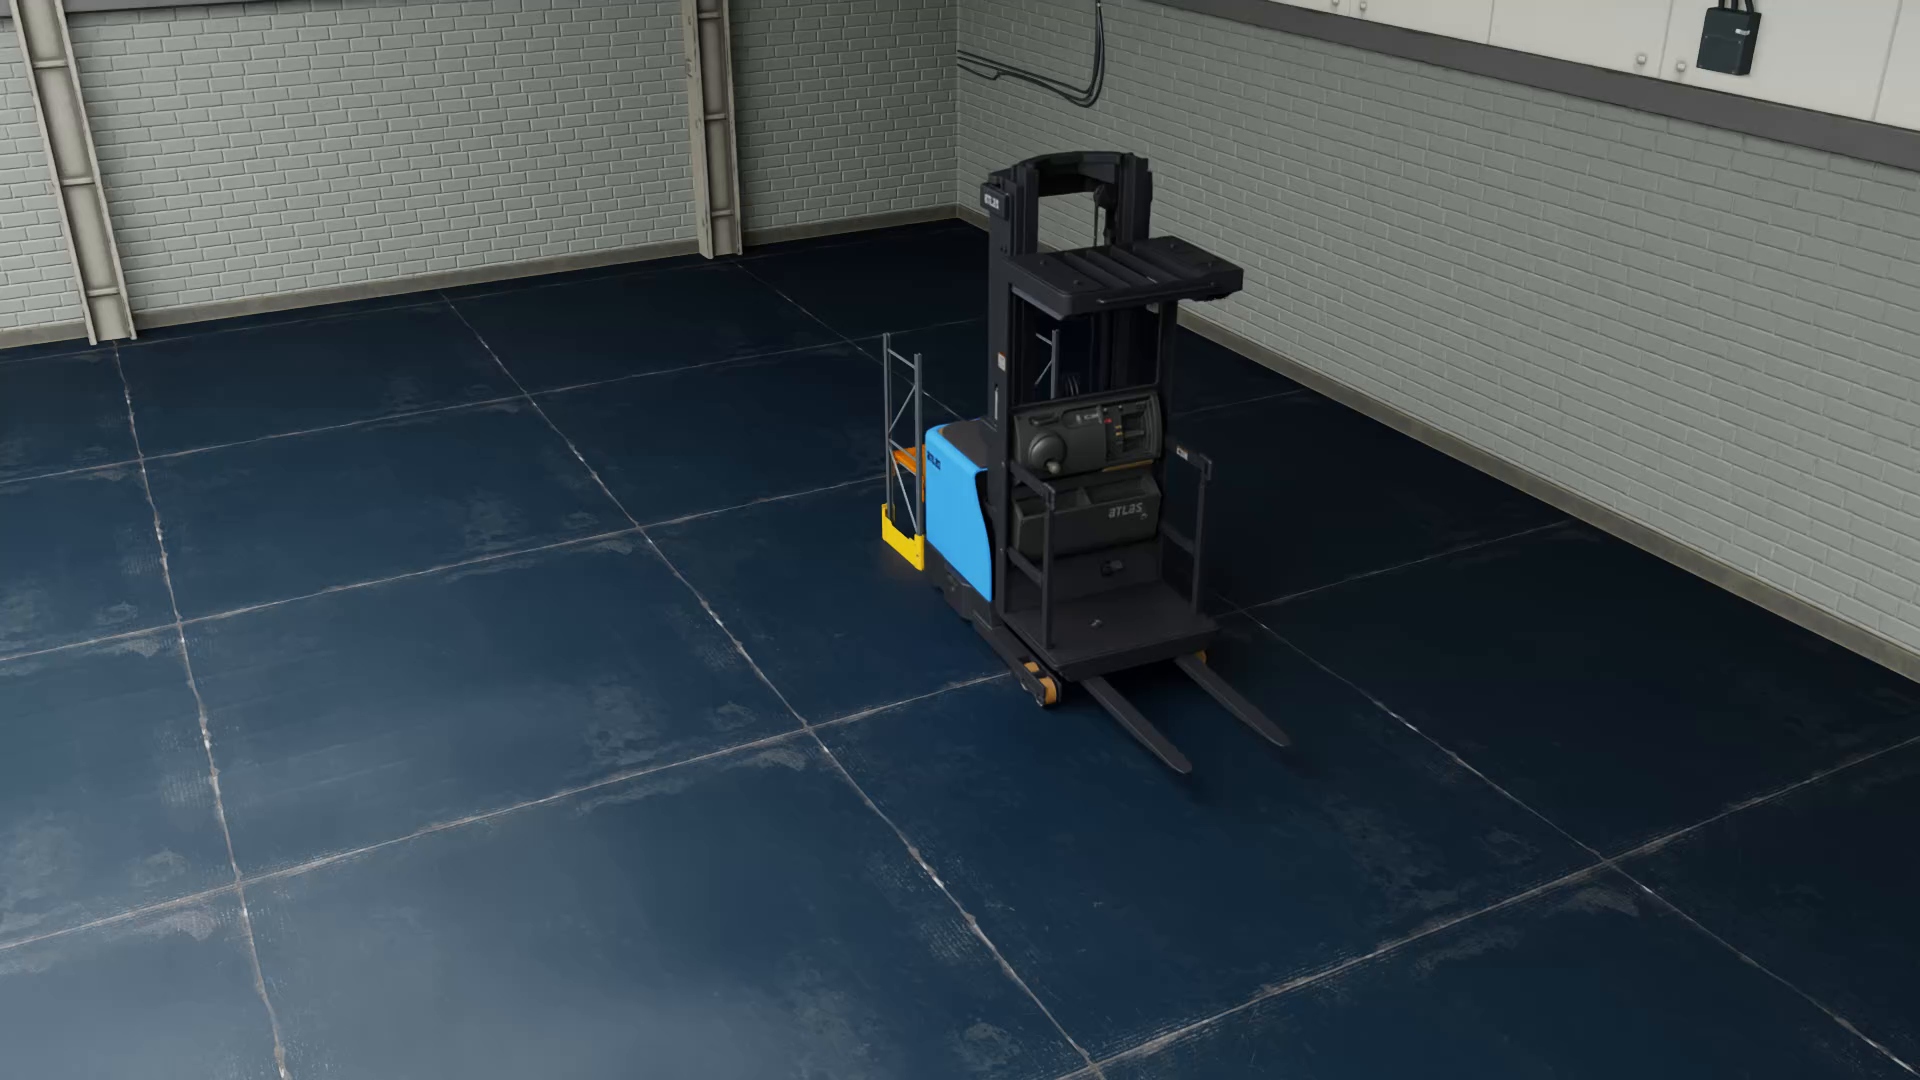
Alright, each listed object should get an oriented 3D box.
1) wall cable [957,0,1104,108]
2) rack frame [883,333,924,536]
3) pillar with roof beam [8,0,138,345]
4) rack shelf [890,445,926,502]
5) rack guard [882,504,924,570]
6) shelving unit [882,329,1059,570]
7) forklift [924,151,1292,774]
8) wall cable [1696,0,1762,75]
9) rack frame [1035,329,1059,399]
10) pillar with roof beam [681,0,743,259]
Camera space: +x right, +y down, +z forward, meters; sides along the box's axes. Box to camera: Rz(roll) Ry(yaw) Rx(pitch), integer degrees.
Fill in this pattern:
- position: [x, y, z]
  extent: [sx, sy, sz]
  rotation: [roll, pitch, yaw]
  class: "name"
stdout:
- position: [0.629, -5.863, 16.954]
  extent: [0.112, 2.526, 3.097]
  rotation: [-13, 29, -25]
  class: "wall cable"
- position: [-0.373, -0.590, 11.048]
  extent: [0.032, 1.500, 0.500]
  rotation: [-13, 29, -25]
  class: "rack frame"
- position: [-5.861, -4.301, 10.114]
  extent: [0.400, 9.000, 9.100]
  rotation: [-13, 29, -25]
  class: "pillar with roof beam"
- position: [0.075, -0.531, 11.342]
  extent: [1.000, 0.185, 0.538]
  rotation: [-13, 29, -25]
  class: "rack shelf"
- position: [-0.372, -0.027, 11.319]
  extent: [0.087, 0.250, 0.587]
  rotation: [-13, 29, -25]
  class: "rack guard"
- position: [0.067, -0.692, 11.260]
  extent: [1.083, 1.500, 0.587]
  rotation: [-13, 29, -25]
  class: "shelving unit"
- position: [0.830, -0.579, 9.371]
  extent: [1.130, 2.935, 3.031]
  rotation: [-11, 28, -22]
  class: "forklift"
- position: [5.082, -5.167, 7.987]
  extent: [0.169, 6.003, 2.305]
  rotation: [-13, 29, -25]
  class: "wall cable"
- position: [0.524, -0.797, 11.479]
  extent: [0.032, 1.500, 0.500]
  rotation: [-13, 29, -25]
  class: "rack frame"
- position: [-0.567, -5.523, 12.659]
  extent: [0.400, 9.000, 9.100]
  rotation: [-13, 29, -25]
  class: "pillar with roof beam"
